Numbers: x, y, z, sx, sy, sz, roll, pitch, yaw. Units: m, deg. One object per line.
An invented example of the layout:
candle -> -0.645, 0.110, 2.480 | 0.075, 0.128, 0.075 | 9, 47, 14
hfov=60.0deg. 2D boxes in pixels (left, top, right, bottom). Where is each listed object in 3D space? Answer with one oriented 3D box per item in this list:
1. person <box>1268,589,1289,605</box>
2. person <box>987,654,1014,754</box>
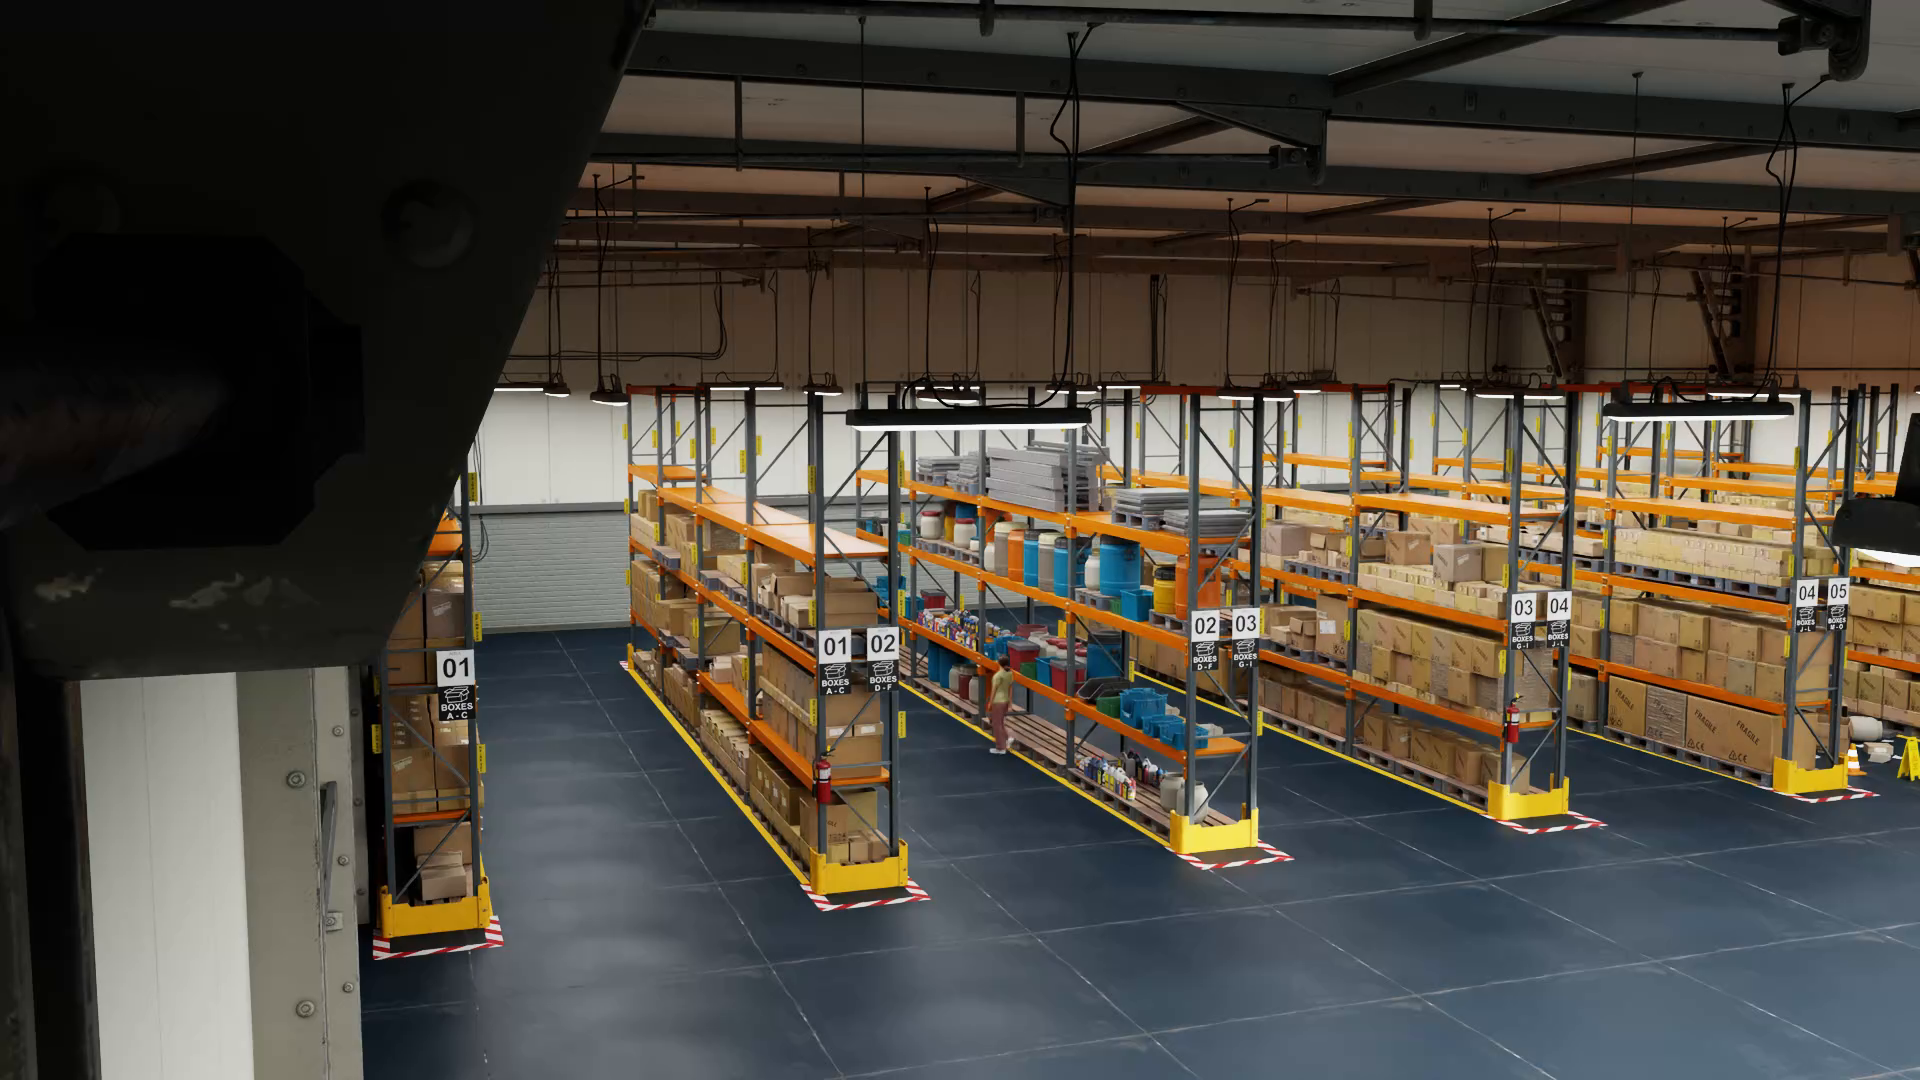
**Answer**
person -> 7.880, 1.243, 41.344 | 1.007, 1.617, 0.531 | -2, 6, -22
person -> 0.642, 2.680, 27.241 | 0.455, 1.667, 0.439 | 2, 6, 21
